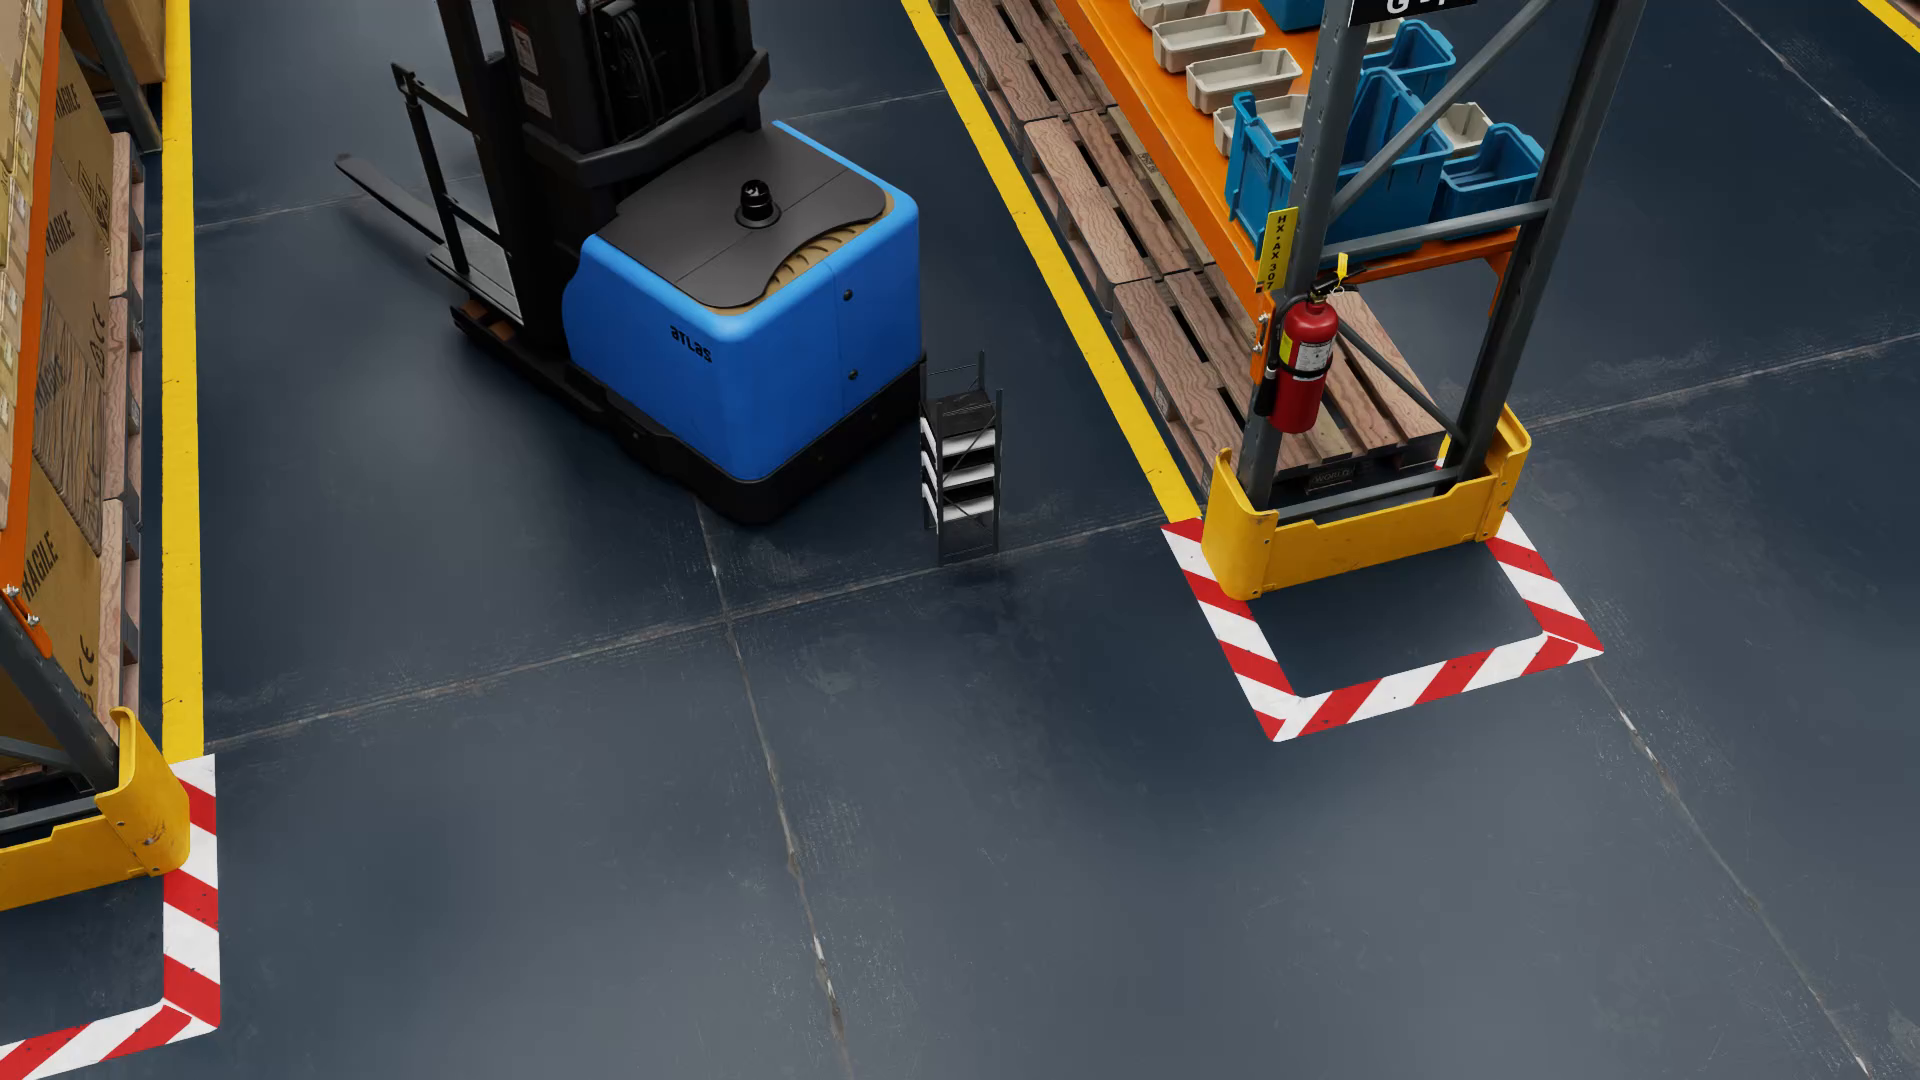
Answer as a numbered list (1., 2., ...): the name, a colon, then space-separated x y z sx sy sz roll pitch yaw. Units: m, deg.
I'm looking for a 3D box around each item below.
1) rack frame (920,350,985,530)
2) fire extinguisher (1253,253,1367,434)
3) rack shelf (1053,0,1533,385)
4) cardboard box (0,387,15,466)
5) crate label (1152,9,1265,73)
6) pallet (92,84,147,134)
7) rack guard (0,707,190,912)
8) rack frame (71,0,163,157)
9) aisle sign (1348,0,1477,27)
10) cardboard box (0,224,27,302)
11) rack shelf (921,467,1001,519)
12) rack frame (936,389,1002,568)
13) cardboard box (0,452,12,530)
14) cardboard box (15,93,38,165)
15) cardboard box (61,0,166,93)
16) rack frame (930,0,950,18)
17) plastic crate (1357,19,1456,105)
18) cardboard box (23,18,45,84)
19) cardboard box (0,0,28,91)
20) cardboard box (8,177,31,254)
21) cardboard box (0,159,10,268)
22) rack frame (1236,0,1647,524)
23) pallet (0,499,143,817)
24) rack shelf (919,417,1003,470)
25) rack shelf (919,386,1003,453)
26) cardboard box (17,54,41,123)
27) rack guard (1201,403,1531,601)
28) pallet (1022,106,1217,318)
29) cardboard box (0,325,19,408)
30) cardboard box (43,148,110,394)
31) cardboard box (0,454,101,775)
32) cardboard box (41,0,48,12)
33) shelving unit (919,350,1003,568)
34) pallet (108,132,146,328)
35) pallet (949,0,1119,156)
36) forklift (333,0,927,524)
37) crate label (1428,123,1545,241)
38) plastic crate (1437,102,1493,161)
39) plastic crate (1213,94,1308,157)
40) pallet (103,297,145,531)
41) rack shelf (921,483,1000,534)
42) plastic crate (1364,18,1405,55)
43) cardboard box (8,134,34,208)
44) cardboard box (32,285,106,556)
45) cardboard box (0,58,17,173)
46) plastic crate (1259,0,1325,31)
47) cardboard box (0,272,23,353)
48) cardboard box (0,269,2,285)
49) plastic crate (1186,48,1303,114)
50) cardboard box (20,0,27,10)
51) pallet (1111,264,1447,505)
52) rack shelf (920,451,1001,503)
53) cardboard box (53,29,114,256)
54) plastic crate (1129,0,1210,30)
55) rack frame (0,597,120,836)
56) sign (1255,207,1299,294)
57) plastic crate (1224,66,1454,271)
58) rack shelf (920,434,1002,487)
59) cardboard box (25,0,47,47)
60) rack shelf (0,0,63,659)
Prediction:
1. rack frame: -0.028 -0.358 6.253 0.240 0.900 0.006 -13 51 -11
2. fire extinguisher: 1.128 -0.636 5.408 0.296 0.674 0.183 -13 51 -11
3. rack shelf: 0.926 -2.223 6.922 1.077 0.370 4.000 -13 51 -11
4. cardboard box: -3.081 -0.314 5.007 0.380 0.149 0.250 -14 51 -12
5. crate label: 0.926 -1.896 6.309 0.396 0.136 0.243 -13 51 -11
6. pallet: -4.697 -2.443 8.461 1.003 0.211 1.213 -13 51 -11
7. rack guard: -3.207 0.949 5.412 1.175 0.500 0.348 -13 51 -11
8. rack frame: -4.397 -2.795 6.934 1.000 3.000 0.127 -13 51 -11
9. aisle sign: 1.259 -1.713 4.321 0.394 0.787 0.004 -13 51 -11
10. cardboard box: -3.310 -0.877 5.481 0.380 0.149 0.250 -14 51 -12
11. rack shelf: 0.002 -0.205 6.285 0.258 0.077 0.200 -13 51 -11
12. rack frame: 0.032 -0.210 6.128 0.240 0.900 0.006 -13 51 -11
13. cardboard box: -3.004 -0.127 4.849 0.380 0.149 0.250 -13 51 -11
14. cardboard box: -3.539 -1.441 5.957 0.380 0.149 0.250 -13 51 -10
15. cardboard box: -4.605 -2.709 7.976 1.225 0.875 0.875 -13 51 -11
16. rack frame: 0.334 -3.915 7.878 1.000 3.000 0.127 -13 51 -11
17. plastic crate: 1.564 -1.695 6.077 0.416 0.233 0.300 -13 51 -11
18. cardboard box: -3.689 -1.814 6.271 0.380 0.149 0.250 -12 51 -10
19. cardboard box: -3.709 -1.830 6.024 0.500 0.250 0.500 -12 51 -10
20. cardboard box: -3.386 -1.065 5.640 0.380 0.149 0.250 -14 51 -11
21. cardboard box: -3.403 -1.079 5.391 0.500 0.250 0.500 -15 51 -12
22. rack frame: 1.517 -0.994 5.415 1.000 3.000 0.127 -13 51 -11
23. pallet: -3.525 0.459 6.015 1.003 0.211 1.213 -13 51 -11
24. rack shelf: 0.002 -0.379 6.078 0.258 0.077 0.200 -13 51 -11
25. rack shelf: 0.002 -0.437 6.010 0.258 0.077 0.200 -13 51 -11
26. cardboard box: -3.614 -1.627 6.114 0.380 0.149 0.250 -14 51 -12
27. rack guard: 1.537 -0.173 6.359 1.175 0.500 0.348 -13 51 -11
28. pallet: 0.953 -1.595 7.747 1.003 0.211 1.213 -13 51 -11
29. cardboard box: -3.157 -0.501 5.164 0.380 0.149 0.250 -14 51 -12
30. cardboard box: -4.012 -1.088 6.610 0.875 0.875 0.875 -13 51 -11
31. cardboard box: -3.480 0.226 5.502 0.875 0.875 0.875 -13 51 -11
32. cardboard box: -3.842 -2.190 6.588 0.380 0.149 0.250 -14 51 -12
33. shelving unit: 0.002 -0.284 6.191 0.258 0.900 0.210 -13 51 -11
34. pallet: -4.247 -1.323 7.517 1.003 0.211 1.213 -13 51 -11
35. pallet: 0.589 -2.488 8.499 1.003 0.211 1.213 -13 51 -11
36. forklift: -1.573 -1.997 6.306 3.031 2.935 1.130 34 58 25
37. crate label: 1.759 -1.214 5.671 0.416 0.233 0.303 -13 51 -11
38. plastic crate: 1.743 -1.436 5.921 0.250 0.136 0.298 -13 51 -11
39. plastic crate: 1.103 -1.483 5.961 0.396 0.136 0.243 -13 51 -11
40. pallet: -3.883 -0.431 6.765 1.003 0.211 1.213 -13 51 -11
41. rack shelf: 0.002 -0.147 6.354 0.258 0.077 0.200 -13 51 -11
42. plastic crate: 1.542 -1.931 6.339 0.250 0.136 0.298 -13 51 -11
43. cardboard box: -3.460 -1.250 5.796 0.380 0.149 0.250 -14 51 -12
44. cardboard box: -3.749 -0.438 6.062 0.875 0.875 0.875 -13 51 -11
45. cardboard box: -3.563 -1.459 5.711 0.500 0.250 0.500 -14 51 -12
46. plastic crate: 1.369 -2.175 6.482 0.416 0.233 0.300 -13 51 -11
47. cardboard box: -3.235 -0.691 5.325 0.380 0.149 0.250 -14 51 -12
48. cardboard box: -3.258 -0.711 5.081 0.500 0.250 0.500 -14 51 -11
49. plastic crate: 1.031 -1.698 6.142 0.396 0.136 0.243 -13 51 -11
50. cardboard box: -3.860 -2.202 6.338 0.500 0.250 0.500 -12 51 -10
51. pallet: 1.310 -0.706 6.997 1.003 0.211 1.213 -13 51 -11
52. rack shelf: 0.002 -0.263 6.216 0.258 0.077 0.200 -13 51 -11
53. cardboard box: -4.278 -1.746 7.164 0.875 0.875 0.875 -13 51 -11
54. plastic crate: 0.820 -2.108 6.488 0.298 0.136 0.250 -13 51 -11
55. rack frame: -3.214 0.126 4.471 1.000 3.000 0.127 -13 51 -11
56. sign: 0.997 -0.910 5.238 0.100 0.325 0.005 -13 51 -11
57. plastic crate: 1.240 -1.227 5.550 0.616 0.435 0.499 -13 51 -11
58. rack shelf: 0.002 -0.321 6.147 0.258 0.077 0.200 -13 51 -11
59. cardboard box: -3.766 -2.002 6.430 0.380 0.149 0.250 -12 51 -10
60. rack shelf: -3.806 -1.103 5.978 1.077 0.370 4.000 -13 51 -11
